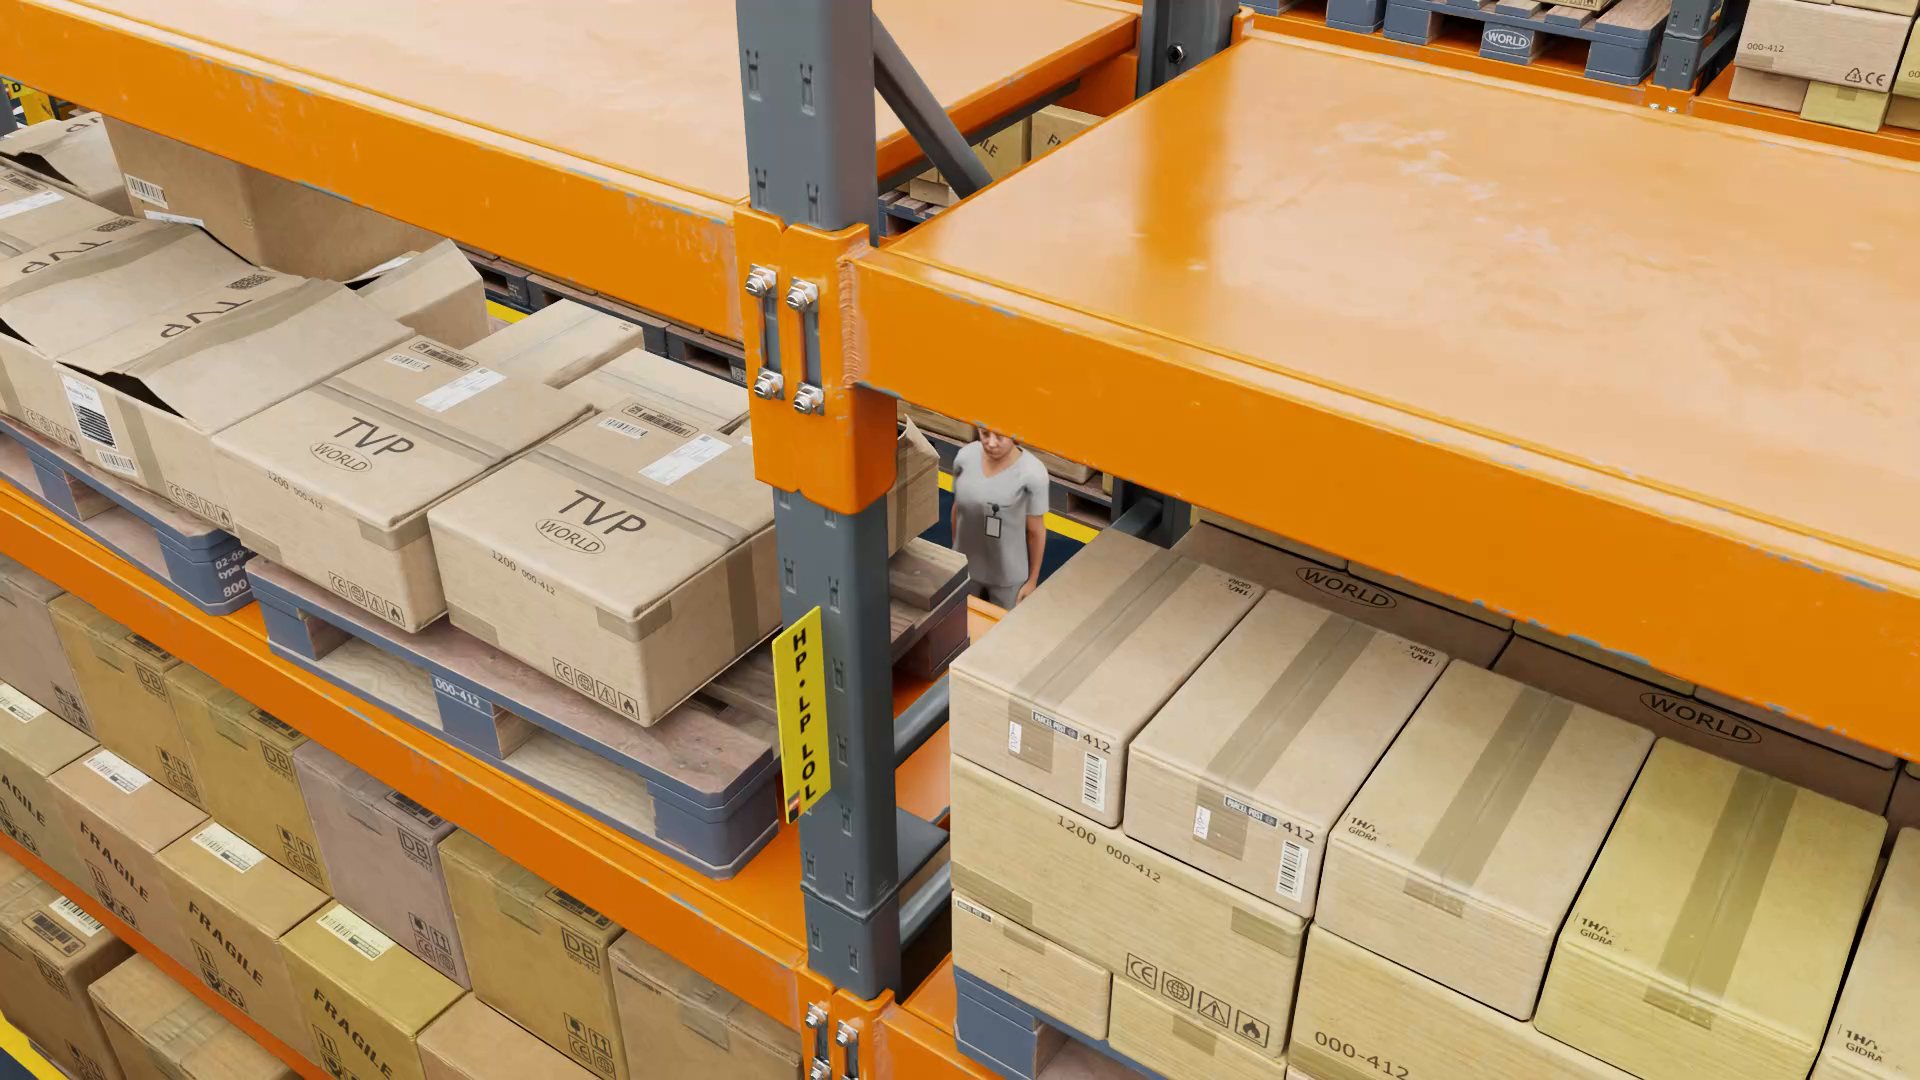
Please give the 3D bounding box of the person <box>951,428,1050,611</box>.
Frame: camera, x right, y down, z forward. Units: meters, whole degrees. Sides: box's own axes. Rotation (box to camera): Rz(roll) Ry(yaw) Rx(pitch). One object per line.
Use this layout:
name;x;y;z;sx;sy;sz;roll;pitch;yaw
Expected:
person;0.155;0.119;6.984;0.437;1.674;0.362;16;38;22
